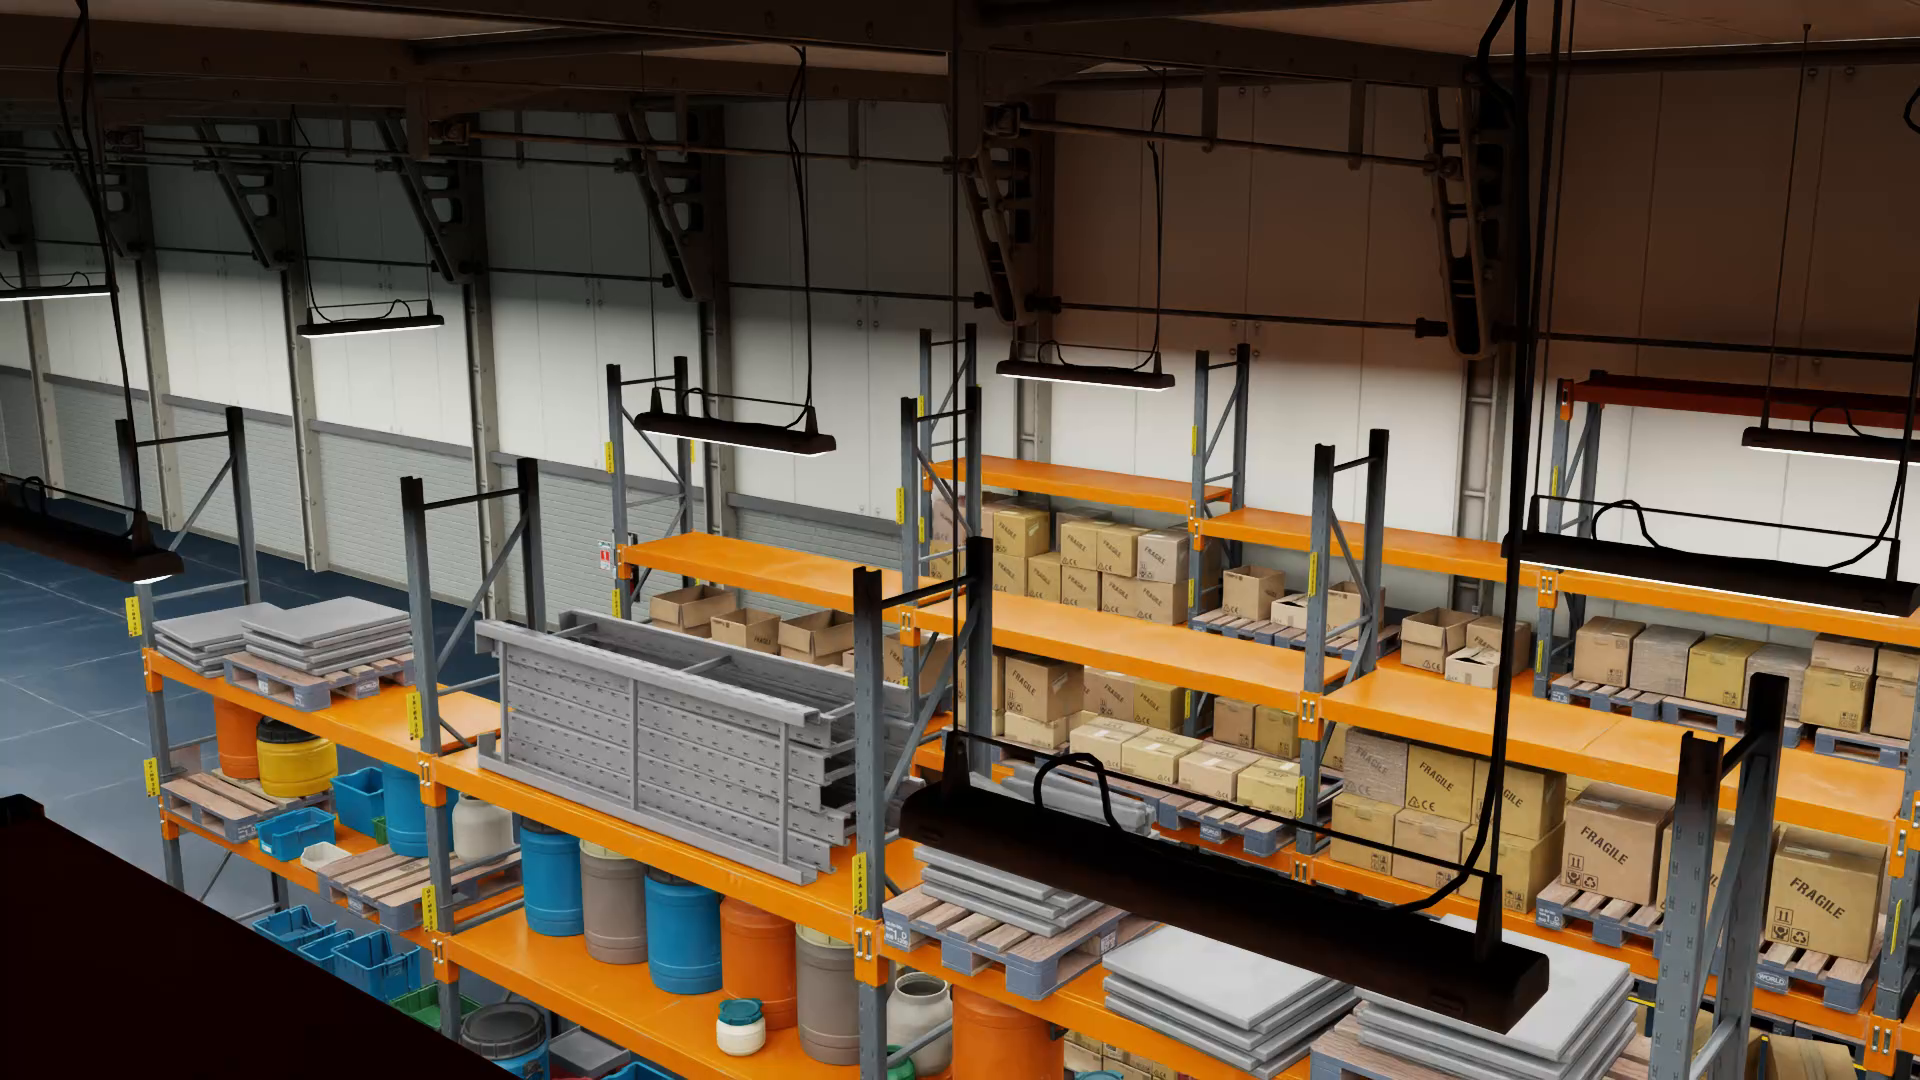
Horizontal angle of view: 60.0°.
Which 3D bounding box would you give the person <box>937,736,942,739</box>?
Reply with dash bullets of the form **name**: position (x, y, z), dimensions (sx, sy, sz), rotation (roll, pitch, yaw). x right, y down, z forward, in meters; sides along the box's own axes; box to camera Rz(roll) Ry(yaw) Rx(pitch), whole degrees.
- **person**: position (-0.181, 2.927, 19.681), dimensions (0.918, 1.545, 0.434), rotation (3, 13, 14)
